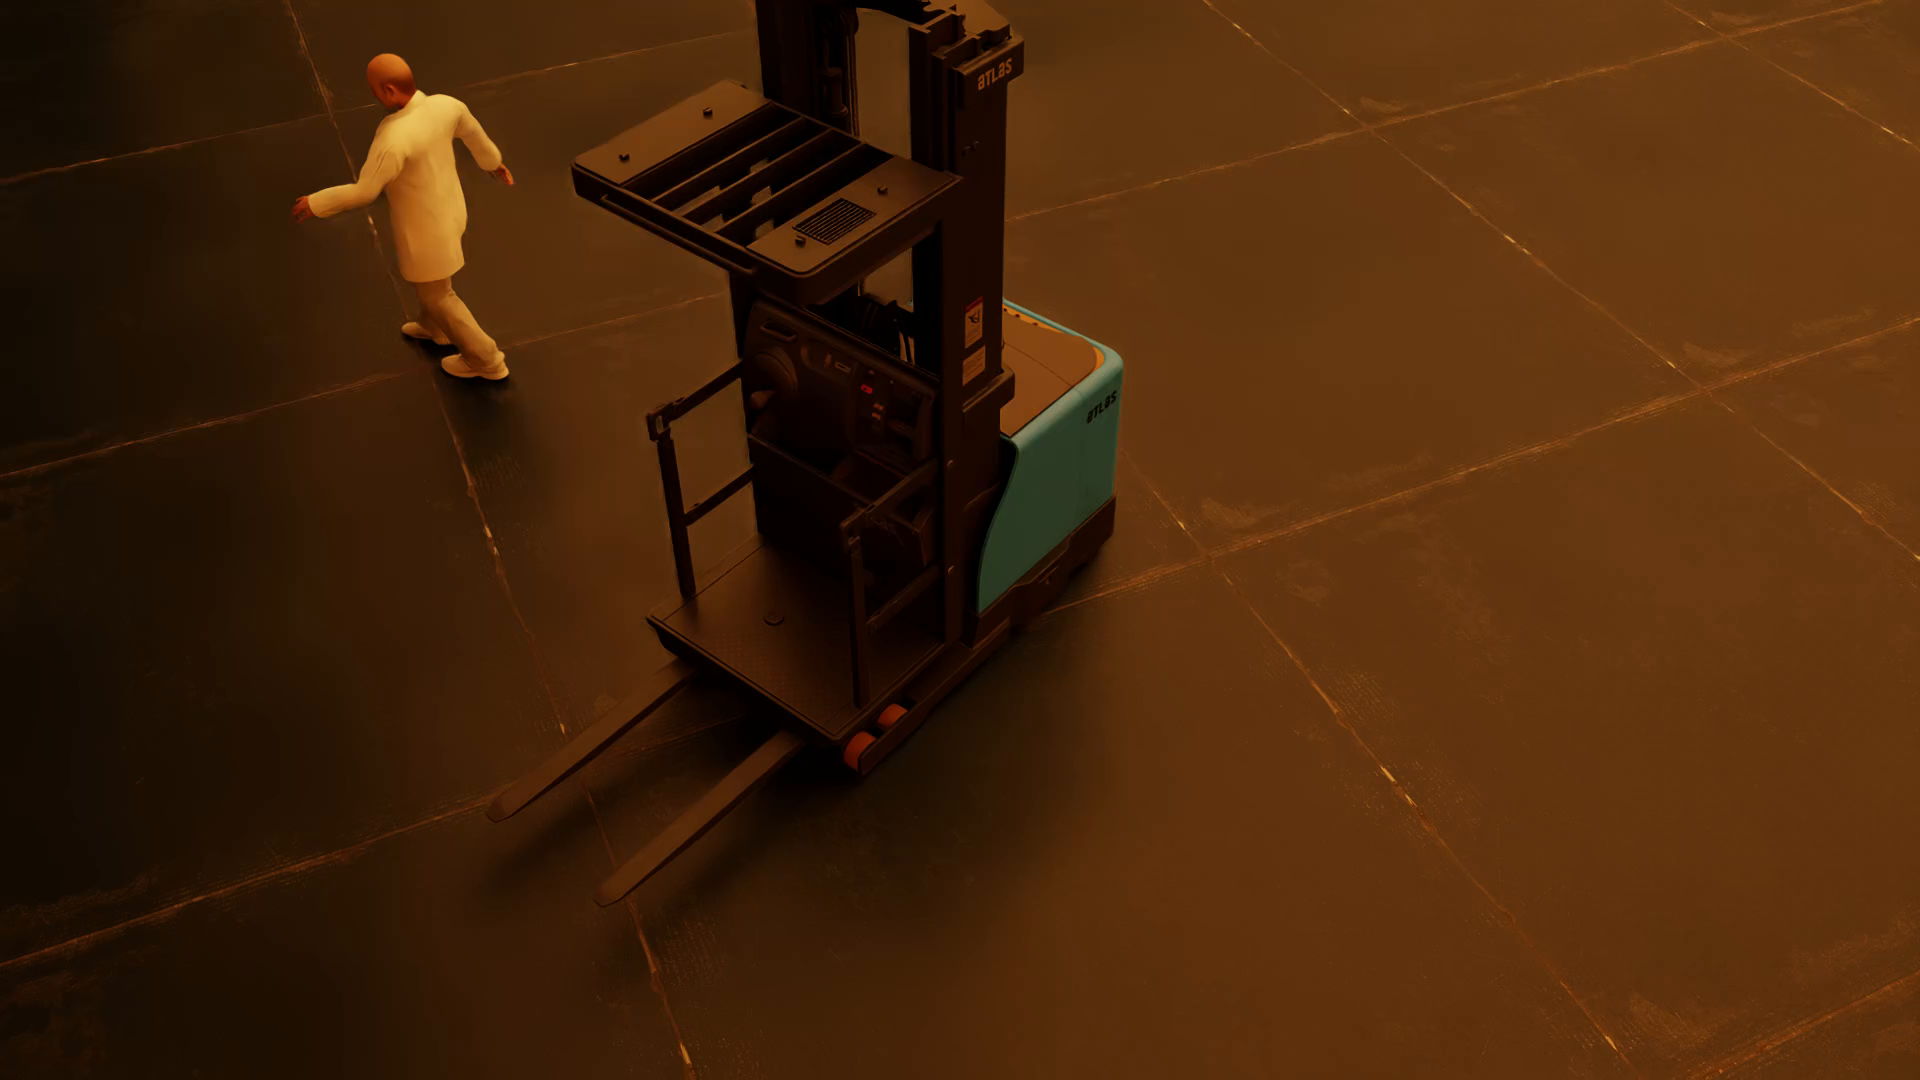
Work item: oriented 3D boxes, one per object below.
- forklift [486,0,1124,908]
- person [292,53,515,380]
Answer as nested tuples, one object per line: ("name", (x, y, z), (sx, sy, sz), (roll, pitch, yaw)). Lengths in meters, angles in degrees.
("forklift", (-0.603, -0.511, 6.228), (1.130, 2.935, 3.031), (29, 50, 28))
("person", (-2.707, -1.630, 8.316), (0.788, 1.773, 1.044), (13, 45, 14))
